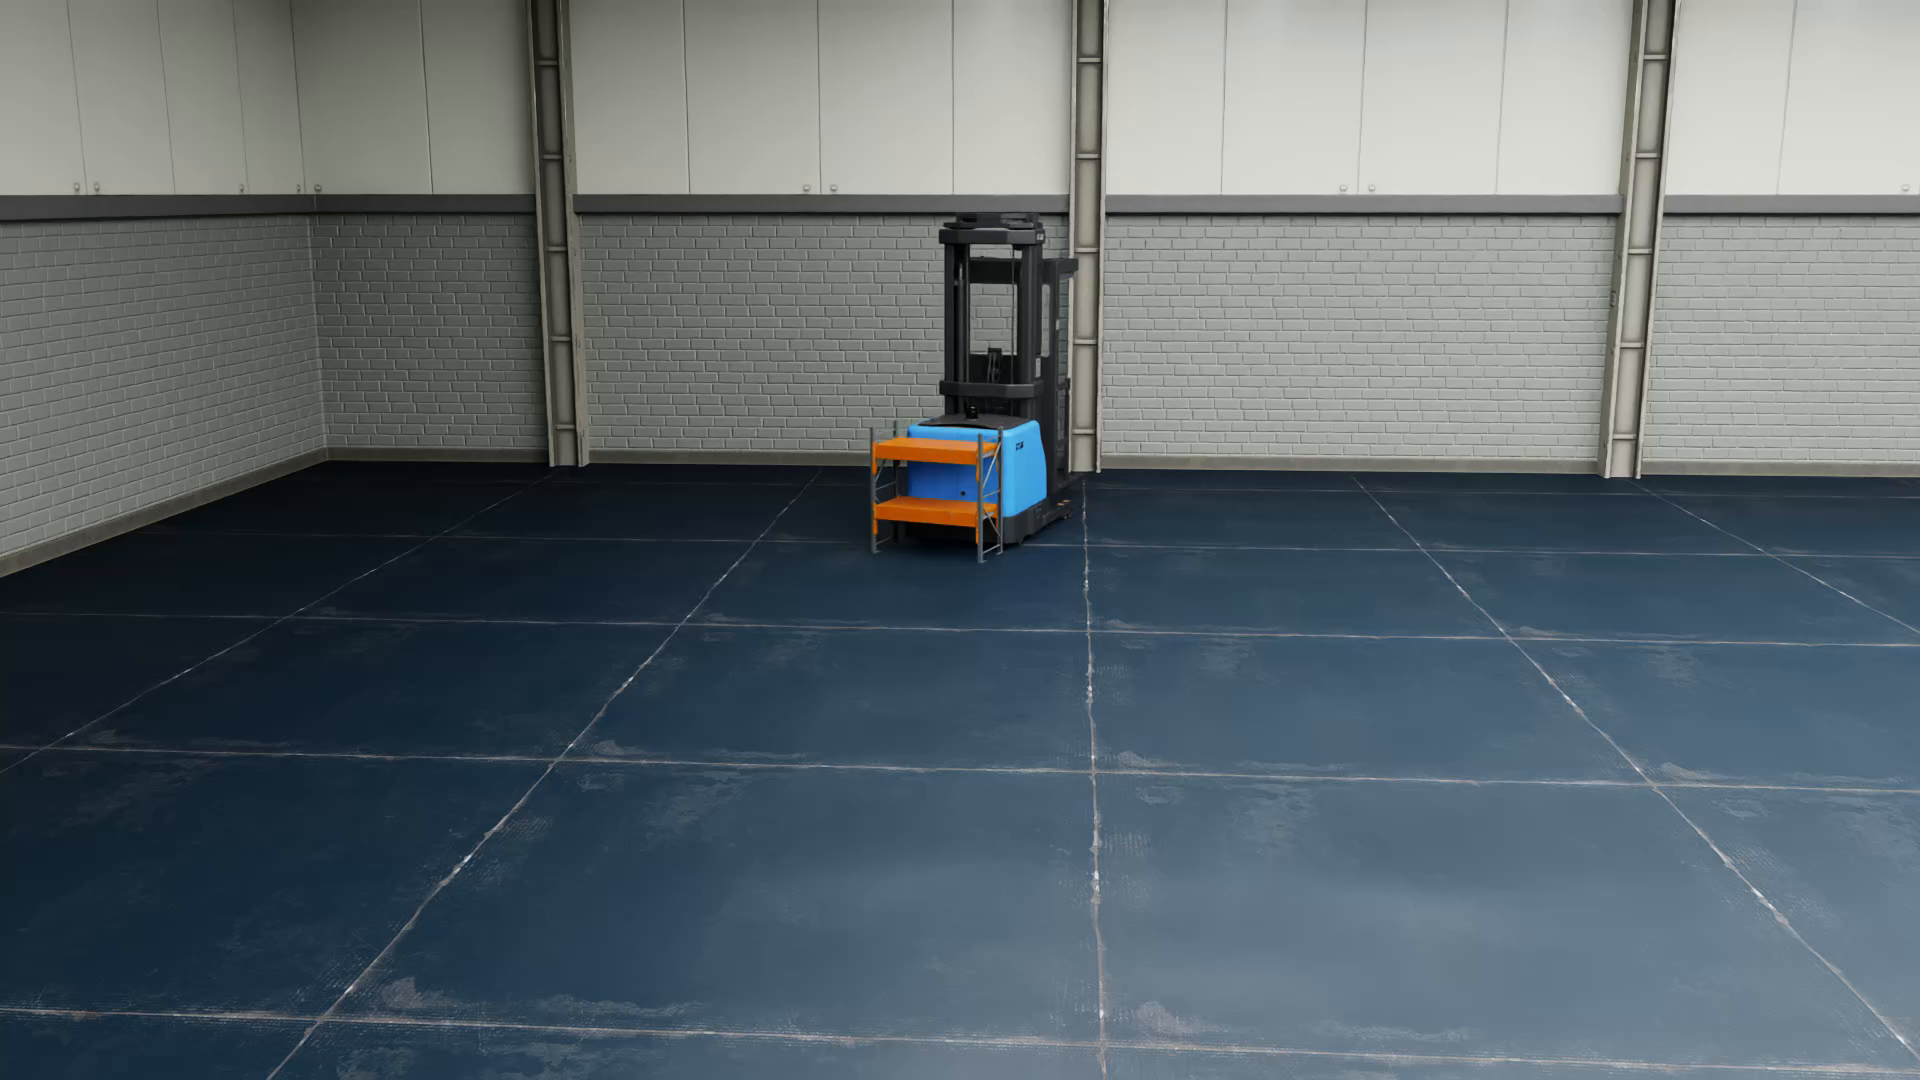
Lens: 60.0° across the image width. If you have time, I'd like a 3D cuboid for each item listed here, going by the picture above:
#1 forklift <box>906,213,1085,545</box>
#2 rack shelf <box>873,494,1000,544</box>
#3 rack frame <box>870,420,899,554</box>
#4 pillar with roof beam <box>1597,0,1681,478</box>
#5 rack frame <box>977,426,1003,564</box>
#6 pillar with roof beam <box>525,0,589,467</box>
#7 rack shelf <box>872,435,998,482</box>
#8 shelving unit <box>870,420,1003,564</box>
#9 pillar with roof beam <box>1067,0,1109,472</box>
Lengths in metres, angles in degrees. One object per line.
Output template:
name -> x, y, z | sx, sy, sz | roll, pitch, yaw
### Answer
forklift -> 0.486, -1.654, 15.996 | 1.130, 2.935, 3.031 | 4, 13, 19
rack shelf -> -0.203, -0.194, 14.624 | 1.000, 0.278, 0.538 | 5, 13, 23
rack frame -> -0.669, -0.475, 14.772 | 0.032, 1.125, 0.500 | 5, 13, 23
pillar with roof beam -> 7.113, -4.246, 13.570 | 0.400, 9.000, 9.100 | 1, 12, 4
rack frame -> 0.263, -0.392, 14.375 | 0.032, 1.125, 0.500 | 5, 13, 23
pillar with roof beam -> -4.860, -4.410, 14.355 | 0.400, 9.000, 9.100 | 1, 12, 4
rack shelf -> -0.203, -0.720, 14.514 | 1.000, 0.278, 0.538 | 5, 13, 23
shelving unit -> -0.203, -0.433, 14.574 | 1.048, 1.125, 0.538 | 5, 13, 23
pillar with roof beam -> 1.127, -4.328, 13.963 | 0.400, 9.000, 9.100 | 1, 12, 4
